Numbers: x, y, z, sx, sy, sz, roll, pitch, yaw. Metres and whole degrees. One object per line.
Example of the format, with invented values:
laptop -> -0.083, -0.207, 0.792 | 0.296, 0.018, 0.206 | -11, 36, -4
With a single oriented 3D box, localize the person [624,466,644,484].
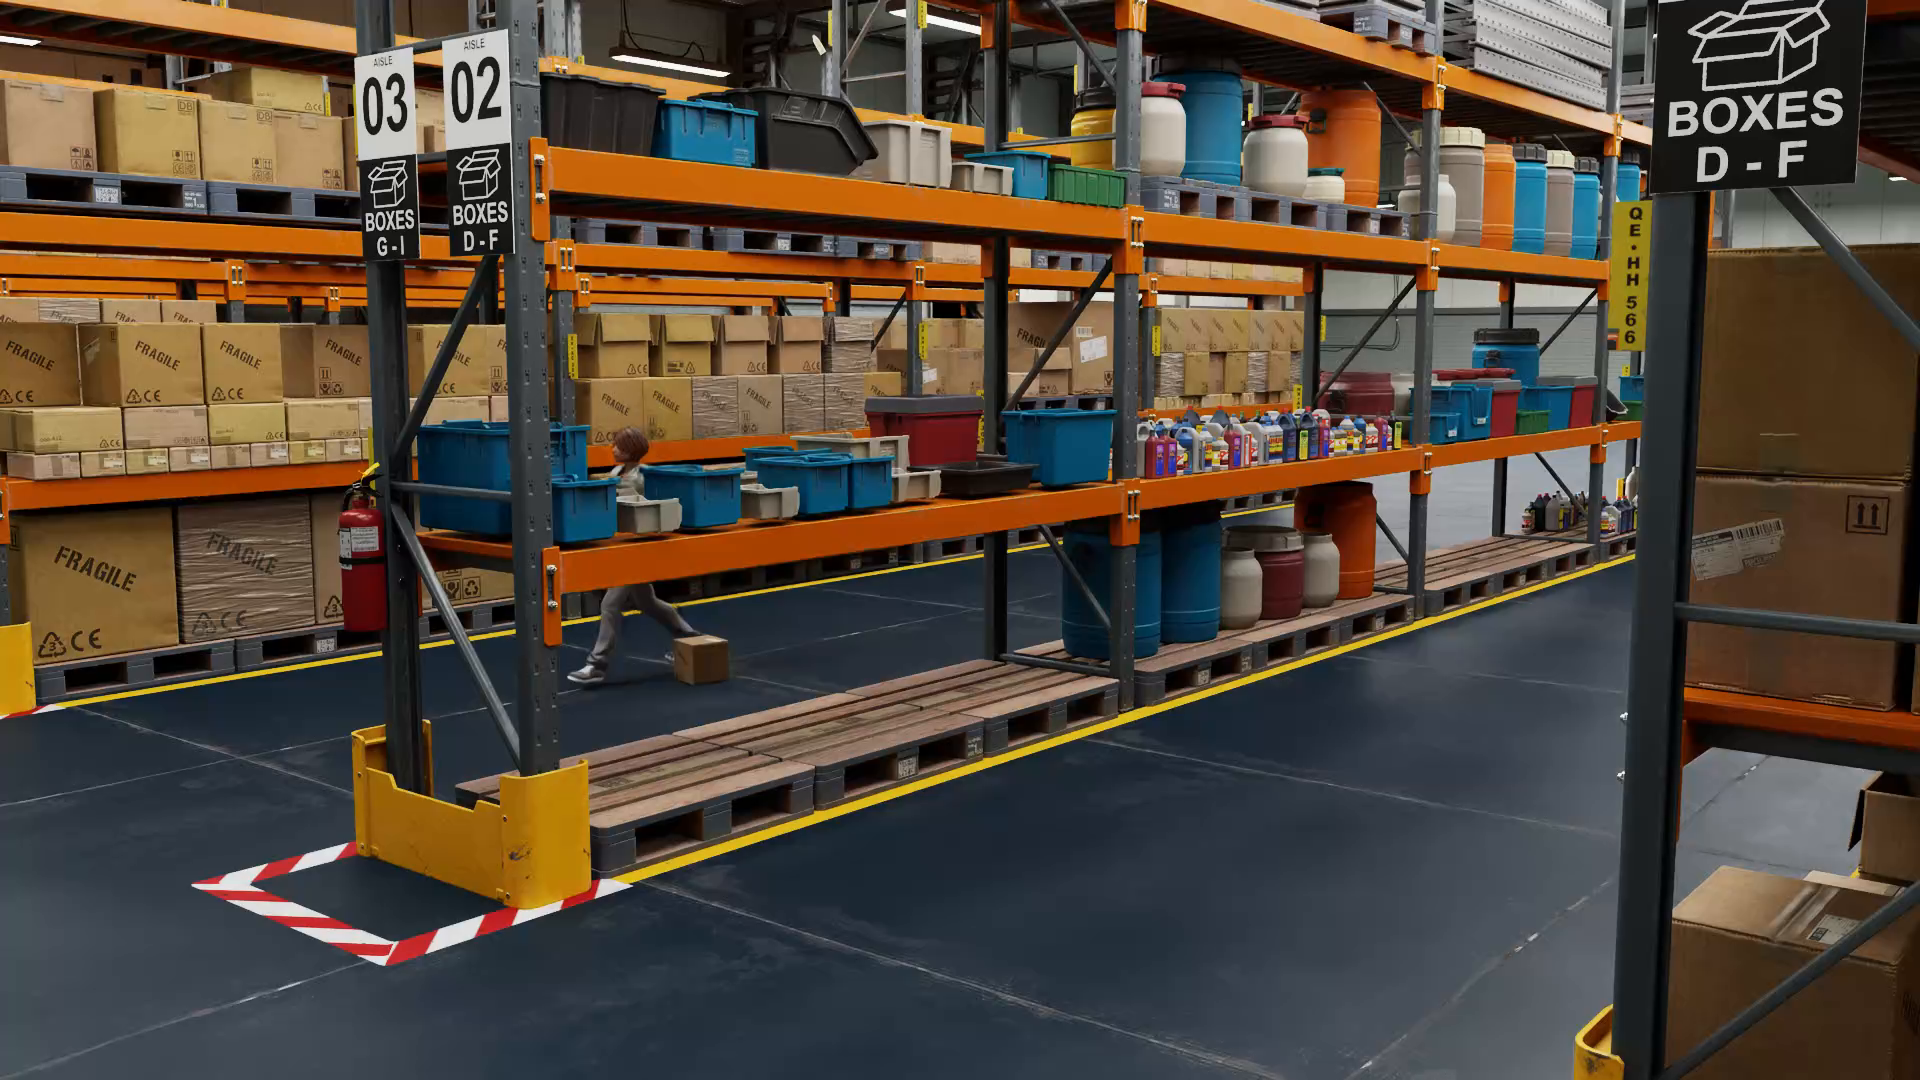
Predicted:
person -> -2.037, -0.183, 10.261 | 0.289, 0.538, 0.431 | -5, 9, -37
